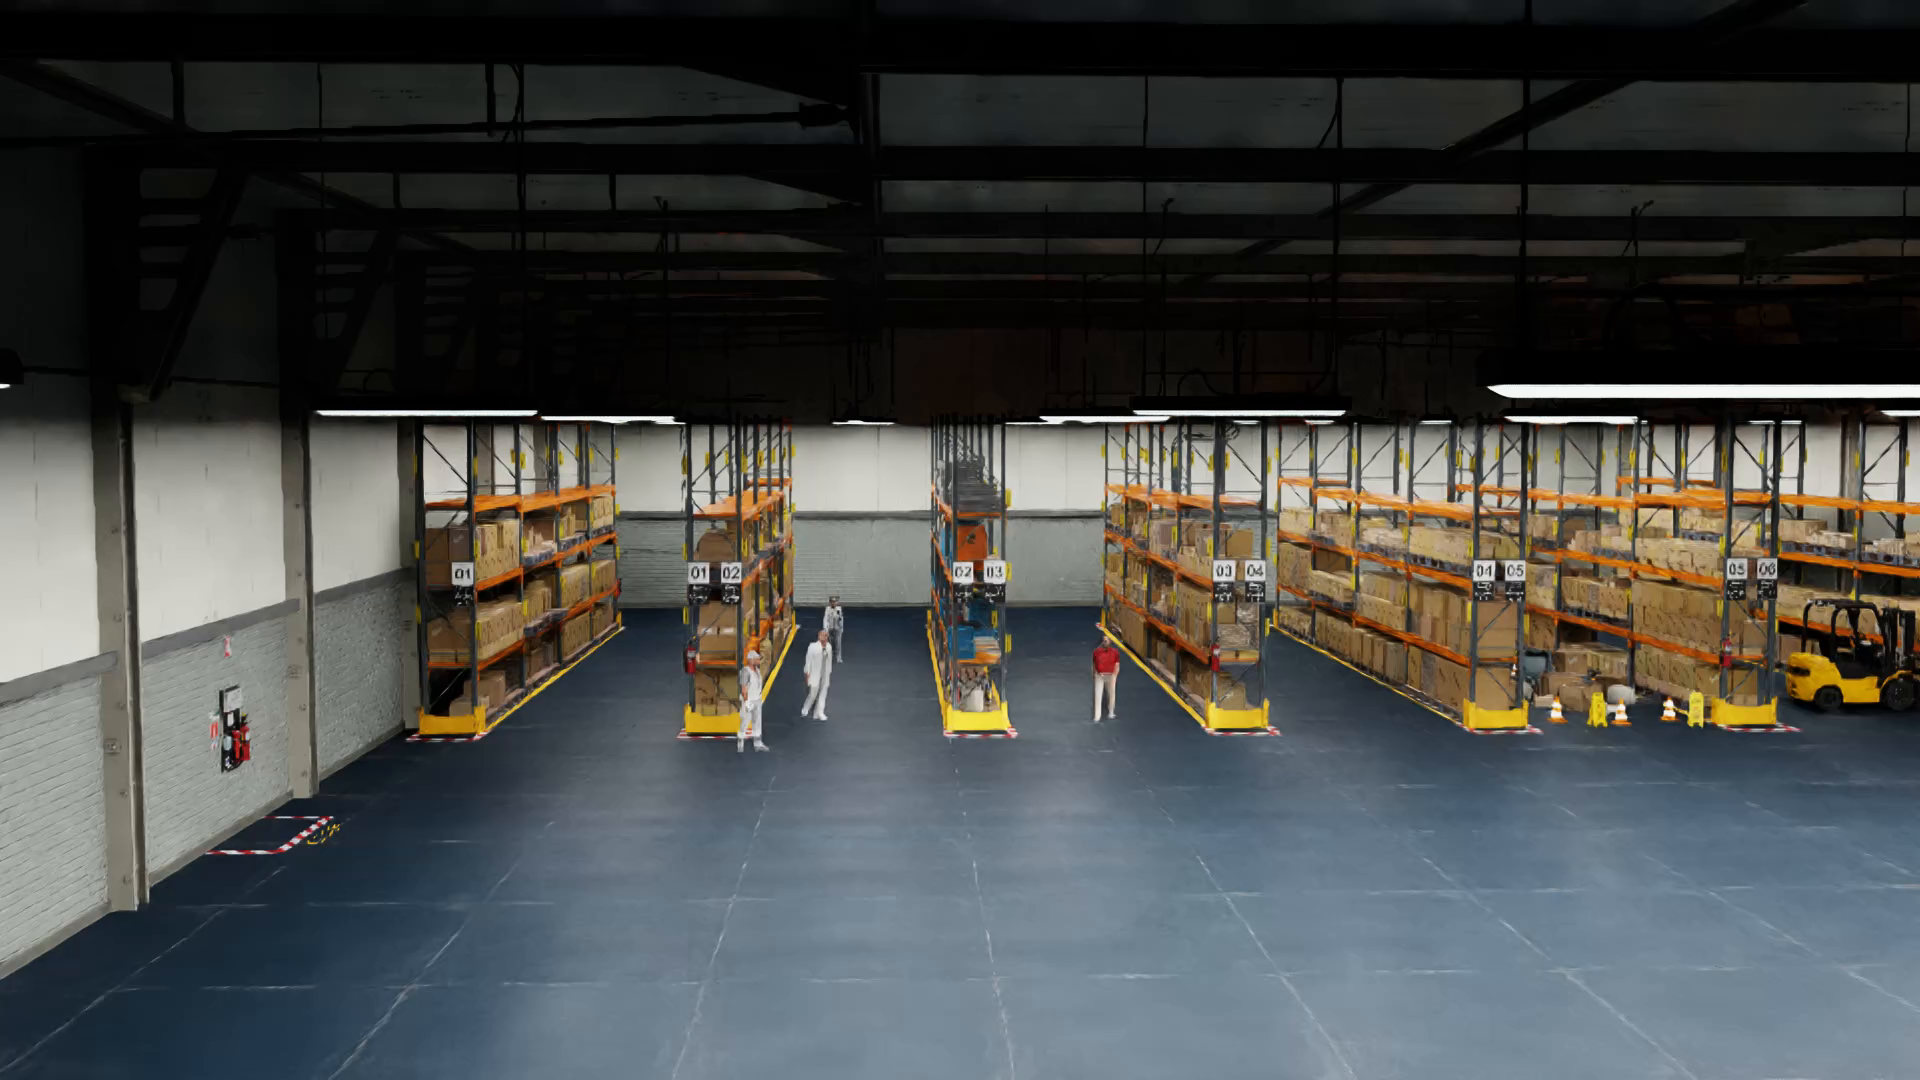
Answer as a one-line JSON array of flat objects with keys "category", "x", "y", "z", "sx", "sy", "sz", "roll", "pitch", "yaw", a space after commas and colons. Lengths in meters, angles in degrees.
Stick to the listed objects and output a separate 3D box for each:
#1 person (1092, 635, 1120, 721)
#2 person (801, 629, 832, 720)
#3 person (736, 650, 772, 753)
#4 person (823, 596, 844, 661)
[{"category": "person", "x": 2.844, "y": 2.672, "z": 32.406, "sx": 0.532, "sy": 1.659, "sz": 1.021, "roll": 0, "pitch": 4, "yaw": 6}, {"category": "person", "x": -2.805, "y": 2.624, "z": 32.577, "sx": 0.627, "sy": 1.772, "sz": 0.593, "roll": -3, "pitch": 5, "yaw": -37}, {"category": "person", "x": -3.661, "y": 2.835, "z": 29.227, "sx": 0.481, "sy": 1.794, "sz": 0.639, "roll": 2, "pitch": 4, "yaw": 26}, {"category": "person", "x": -3.088, "y": 2.141, "z": 40.587, "sx": 0.498, "sy": 1.585, "sz": 1.075, "roll": 0, "pitch": 4, "yaw": -5}]
